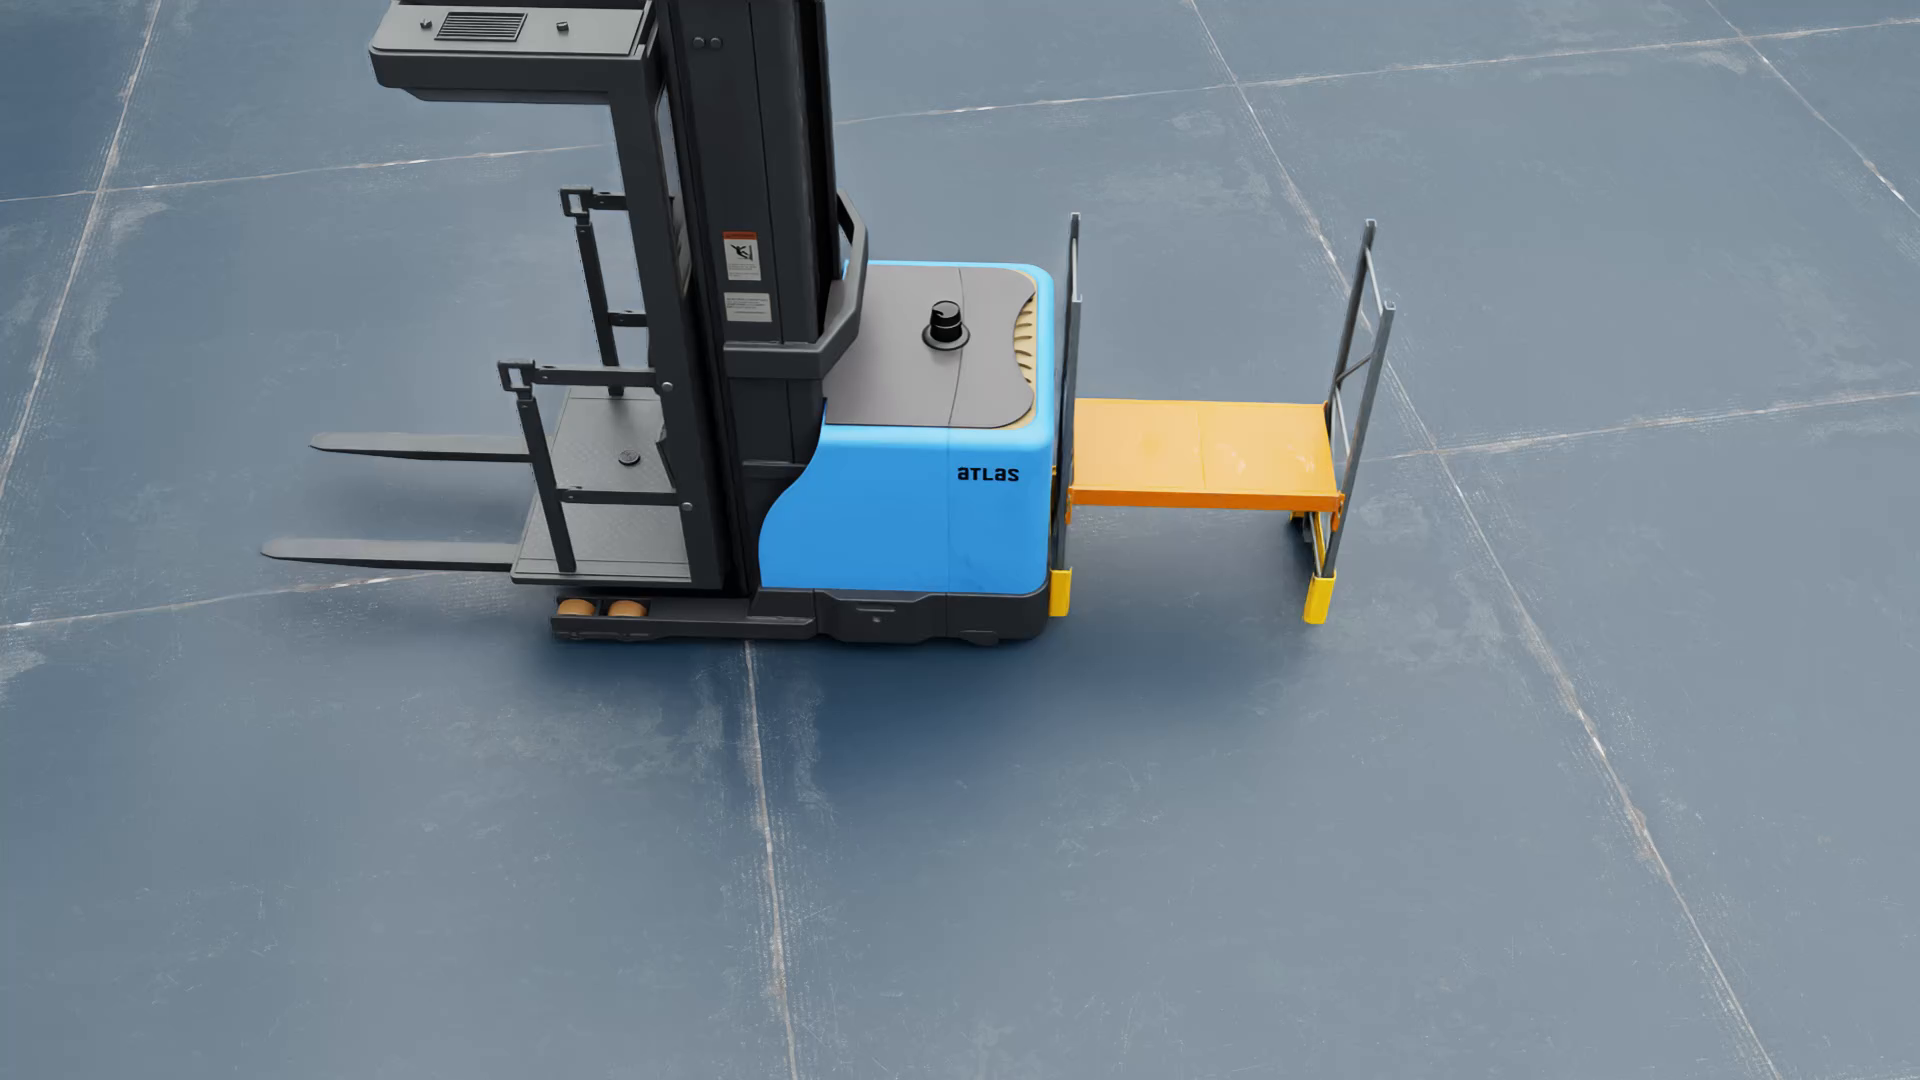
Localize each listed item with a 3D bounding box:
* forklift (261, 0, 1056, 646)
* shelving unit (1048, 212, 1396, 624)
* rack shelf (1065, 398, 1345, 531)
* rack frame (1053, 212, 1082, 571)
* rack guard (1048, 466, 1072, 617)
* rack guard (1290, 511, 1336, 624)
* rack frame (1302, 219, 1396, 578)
[{"bbox_3d":[-1.165,-1.008,5.686,3.031,2.935,1.130,2,46,2],"label":"forklift"},{"bbox_3d":[0.889,-0.420,6.114,1.083,1.500,0.587,2,46,2],"label":"shelving unit"},{"bbox_3d":[0.898,-0.295,6.243,1.000,0.185,0.538,2,46,2],"label":"rack shelf"},{"bbox_3d":[0.390,-0.434,6.127,0.032,1.500,0.500,2,46,2],"label":"rack frame"},{"bbox_3d":[0.392,-0.001,6.577,0.087,0.250,0.587,2,46,2],"label":"rack guard"},{"bbox_3d":[1.387,0.027,6.550,0.087,0.250,0.587,2,46,2],"label":"rack guard"},{"bbox_3d":[1.406,-0.406,6.100,0.032,1.500,0.500,2,46,2],"label":"rack frame"}]
